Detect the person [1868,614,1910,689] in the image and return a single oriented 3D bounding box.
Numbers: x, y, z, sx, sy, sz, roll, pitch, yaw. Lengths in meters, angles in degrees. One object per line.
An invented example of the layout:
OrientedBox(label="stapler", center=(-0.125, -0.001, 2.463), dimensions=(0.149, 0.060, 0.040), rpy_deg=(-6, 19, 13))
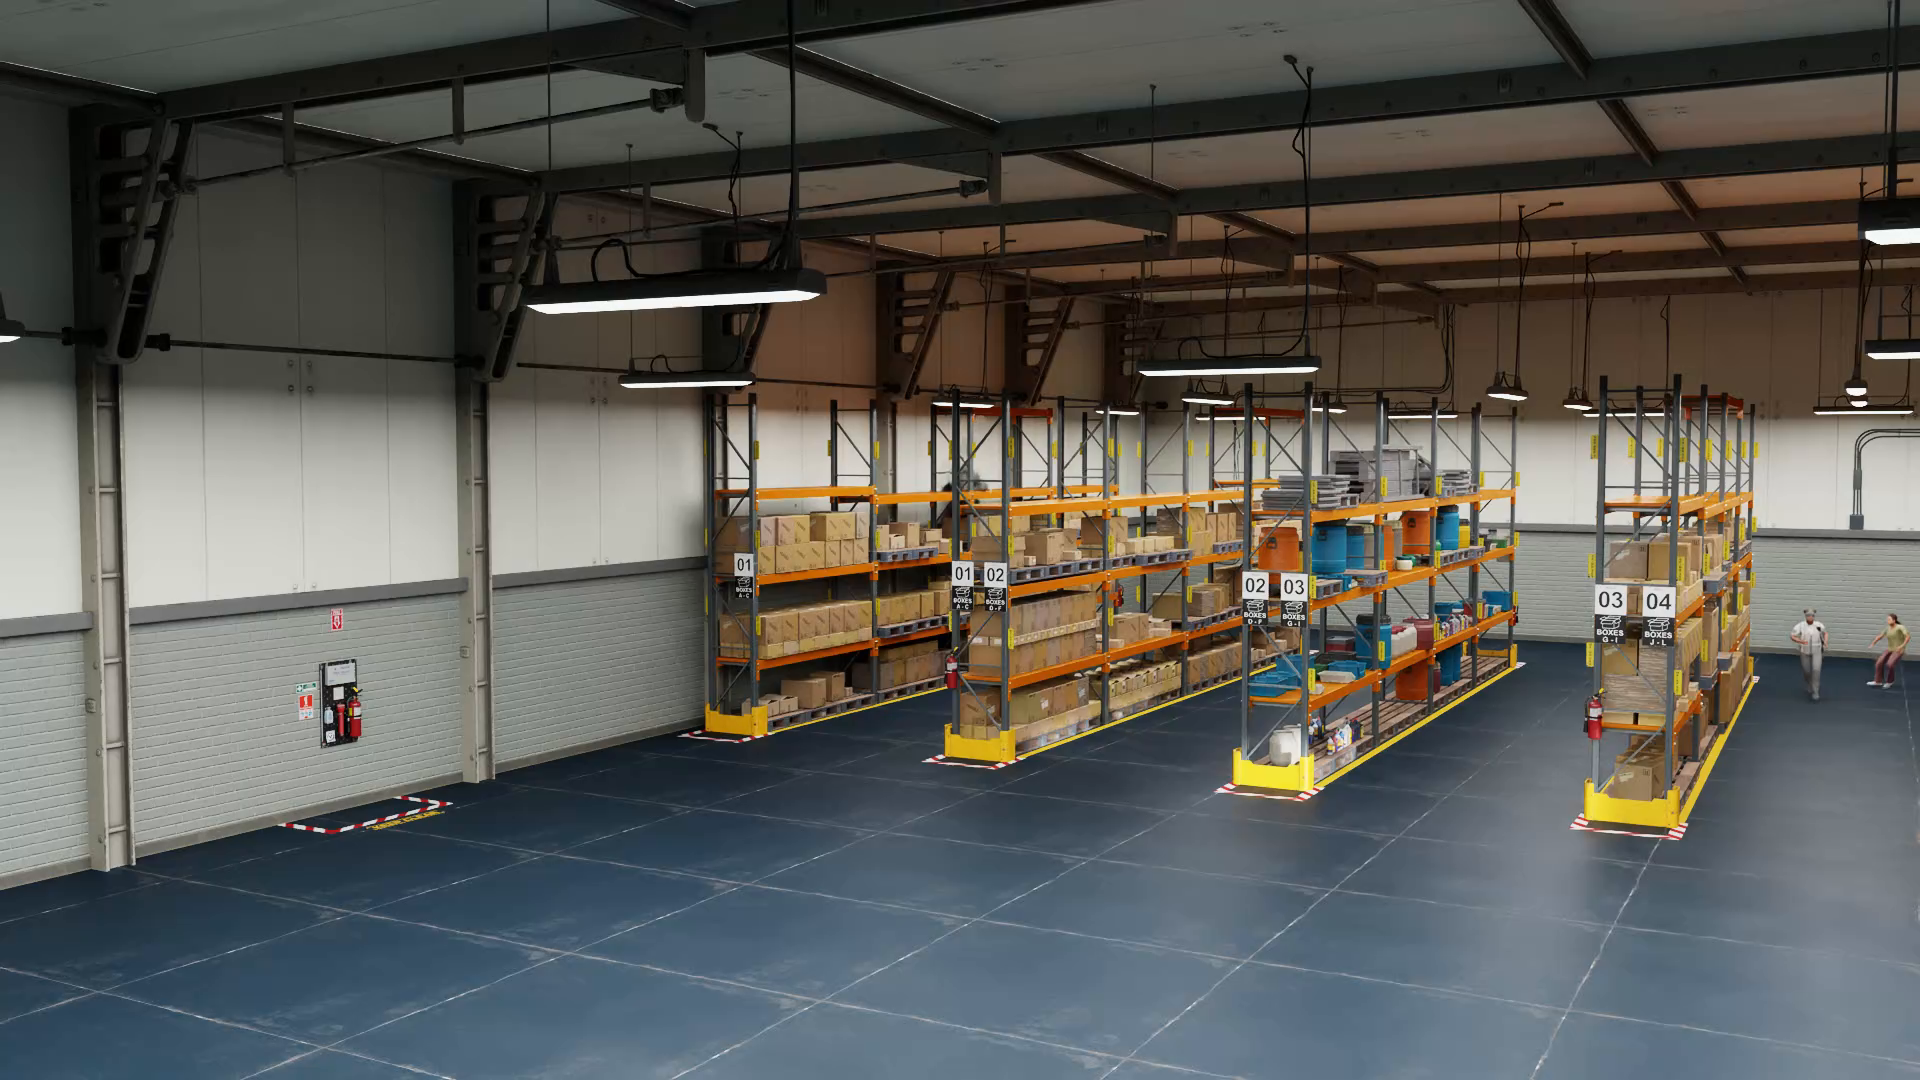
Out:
OrientedBox(label="person", center=(19.519, 2.336, 34.978), dimensions=(0.484, 1.595, 0.844), rpy_deg=(-1, 3, -21))

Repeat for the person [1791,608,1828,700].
OrientedBox(label="person", center=(17.224, 2.291, 33.724), dimensions=(0.684, 1.817, 0.940), rpy_deg=(1, 3, 23))
